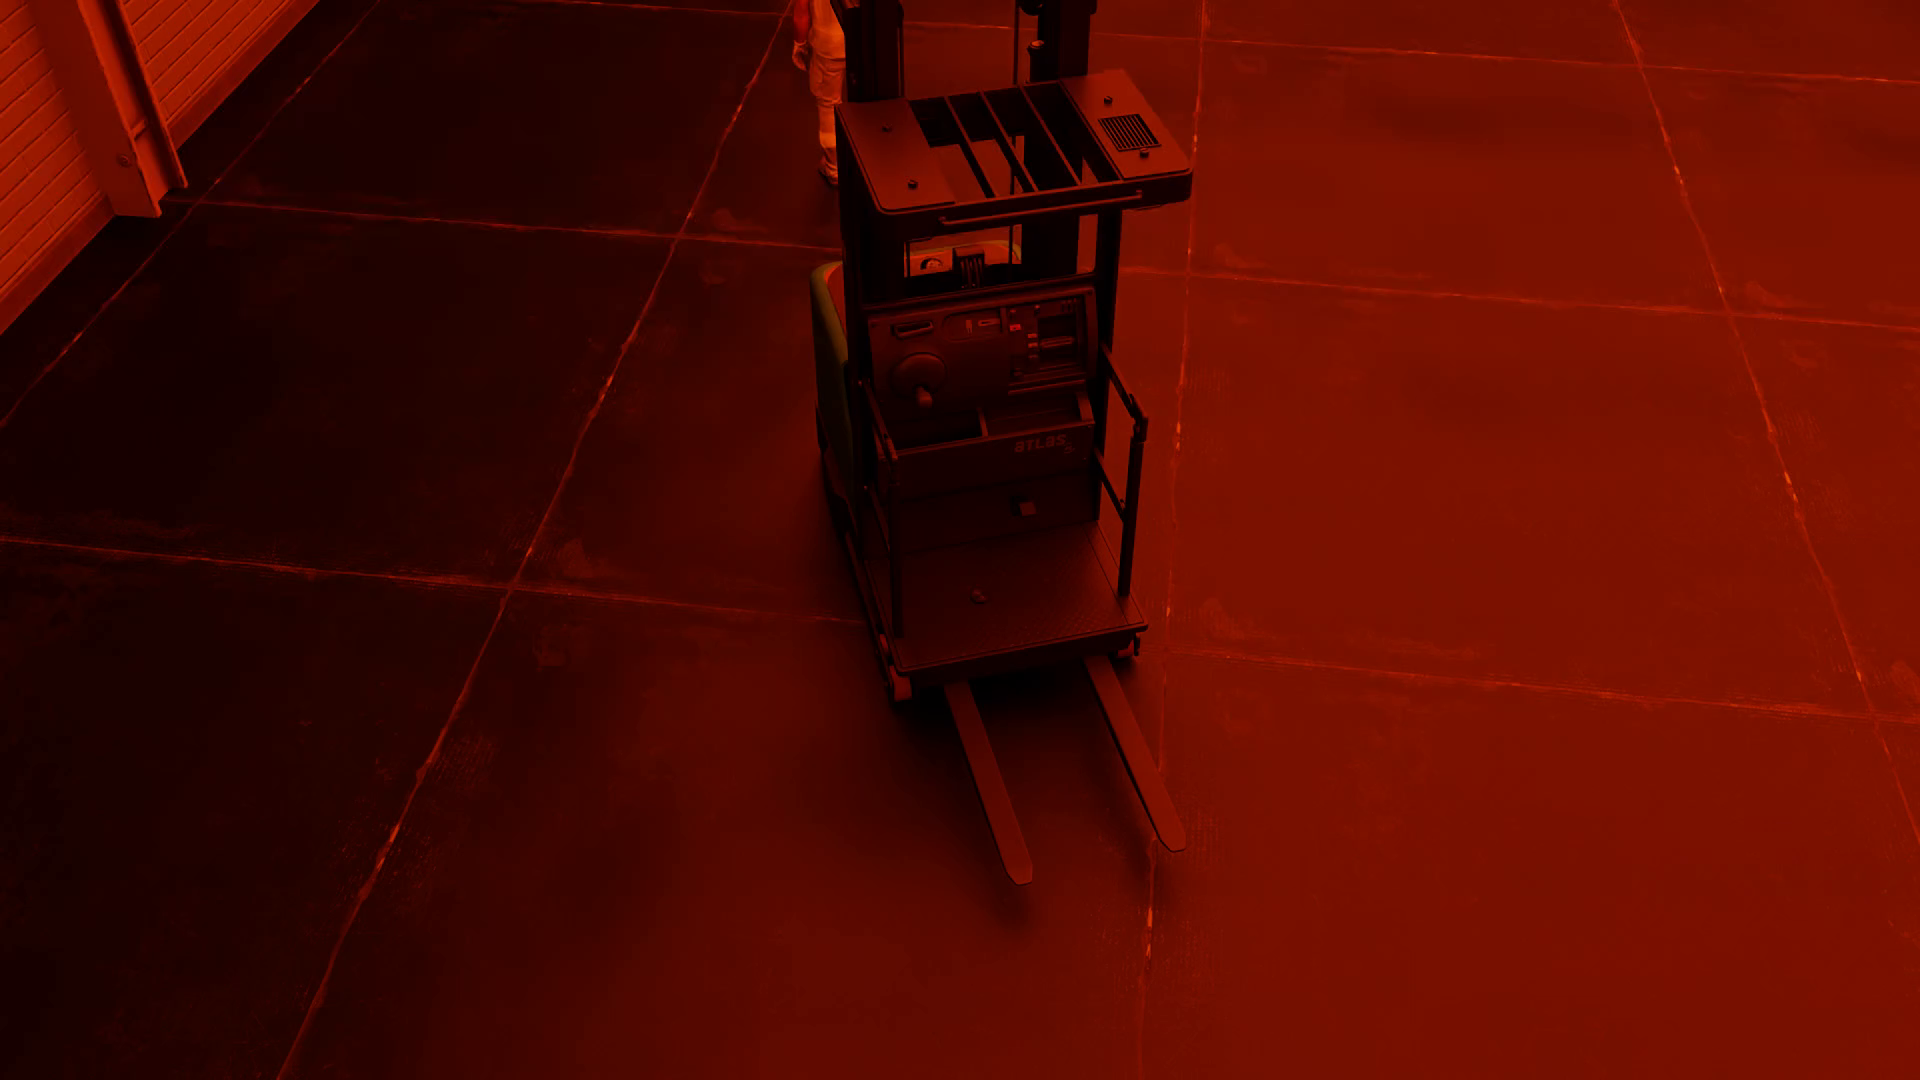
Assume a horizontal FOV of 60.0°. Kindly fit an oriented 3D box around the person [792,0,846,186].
[{"bbox_3d":[-0.688,-2.927,9.765,0.618,1.779,0.452,-9,43,-10],"label":"person"}]

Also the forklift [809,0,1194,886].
[{"bbox_3d":[0.153,-0.681,6.465,1.130,2.935,3.031,-10,44,-11],"label":"forklift"}]
